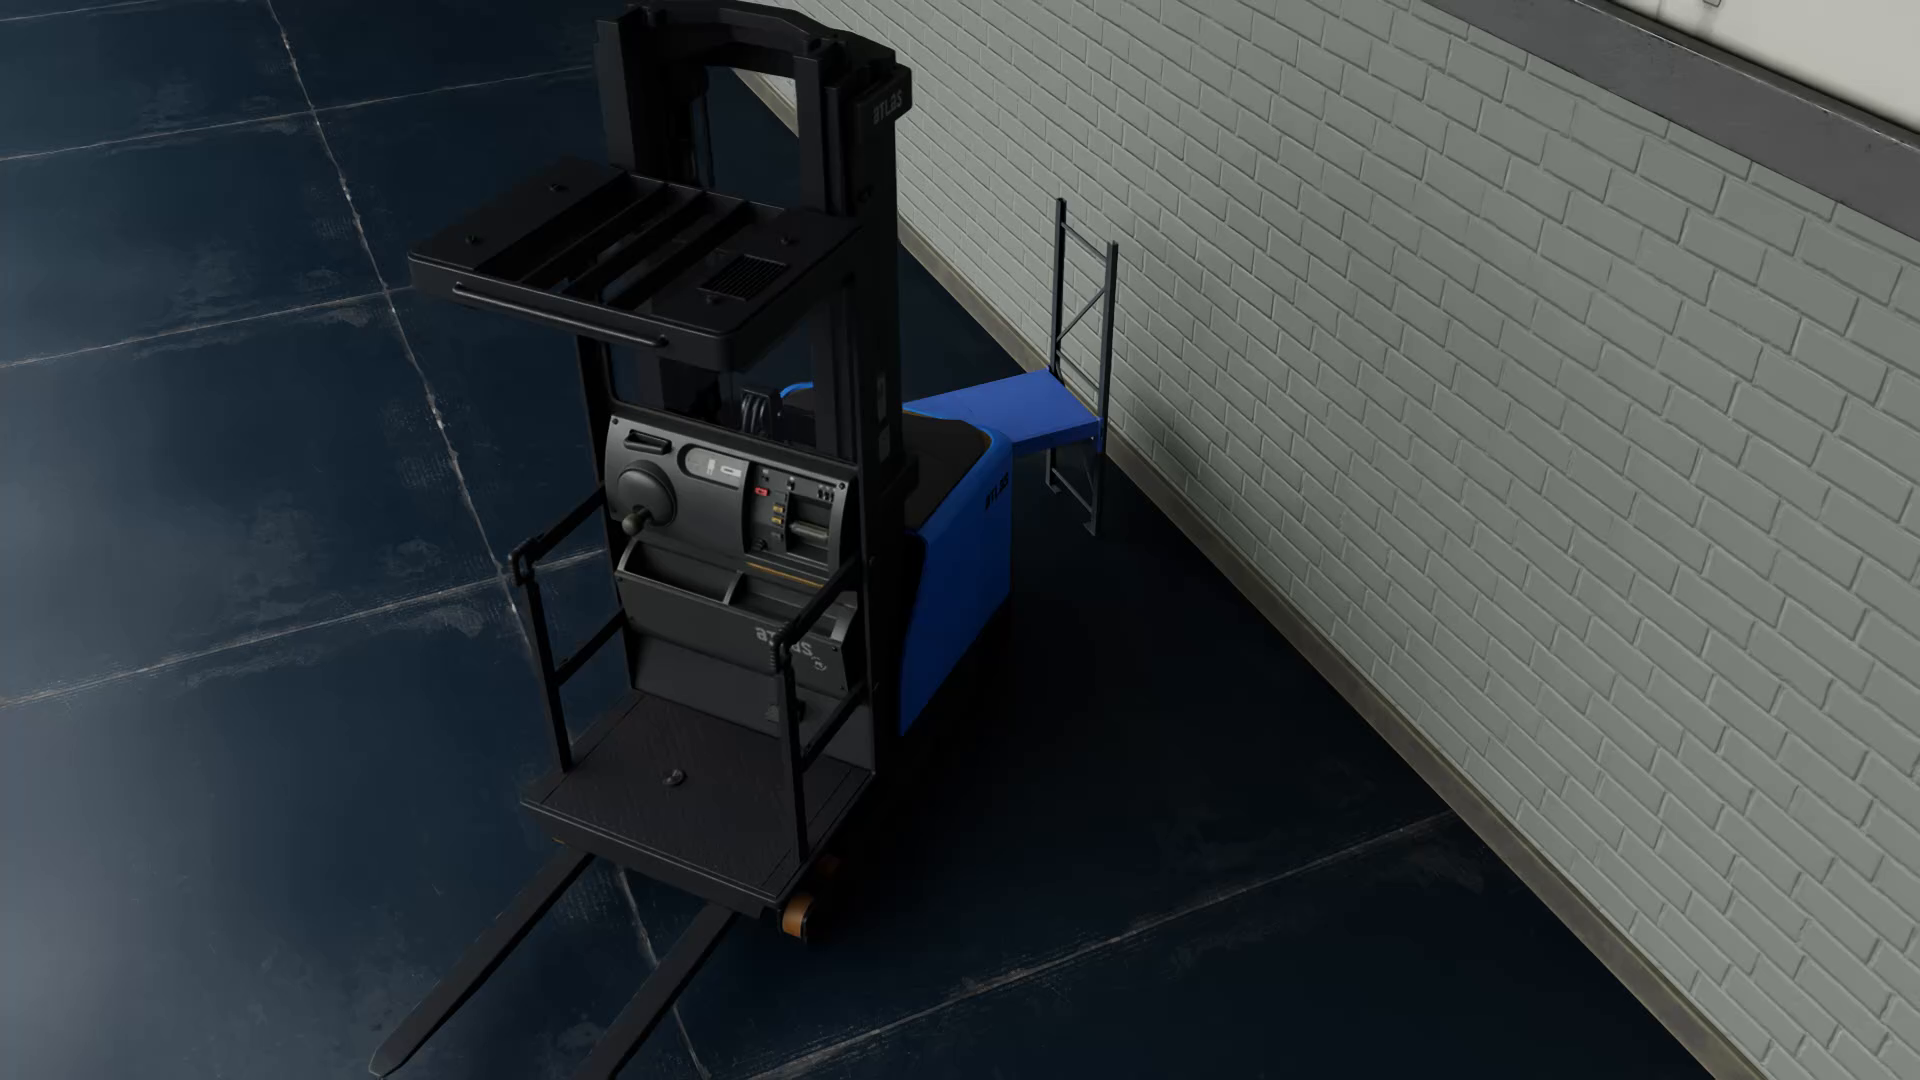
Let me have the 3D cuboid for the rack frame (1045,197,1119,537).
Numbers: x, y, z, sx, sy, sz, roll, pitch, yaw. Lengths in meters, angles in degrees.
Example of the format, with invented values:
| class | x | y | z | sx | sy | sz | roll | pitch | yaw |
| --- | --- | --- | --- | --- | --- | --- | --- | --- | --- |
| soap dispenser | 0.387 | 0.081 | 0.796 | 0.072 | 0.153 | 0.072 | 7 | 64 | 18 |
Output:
| class | x | y | z | sx | sy | sz | roll | pitch | yaw |
| --- | --- | --- | --- | --- | --- | --- | --- | --- | --- |
| rack frame | 0.537 | -0.753 | 7.506 | 0.032 | 1.500 | 0.500 | -16 | 39 | -20 |

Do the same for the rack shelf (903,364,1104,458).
| class | x | y | z | sx | sy | sz | roll | pitch | yaw |
| --- | --- | --- | --- | --- | --- | --- | --- | --- | --- |
| rack shelf | 0.077 | -0.480 | 7.439 | 1.000 | 0.185 | 0.538 | -16 | 39 | -20 |

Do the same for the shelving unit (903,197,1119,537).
| class | x | y | z | sx | sy | sz | roll | pitch | yaw |
| --- | --- | --- | --- | --- | --- | --- | --- | --- | --- |
| shelving unit | 0.077 | -0.624 | 7.332 | 1.048 | 1.500 | 0.538 | -16 | 39 | -20 |

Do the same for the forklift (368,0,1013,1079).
| class | x | y | z | sx | sy | sz | roll | pitch | yaw |
| --- | --- | --- | --- | --- | --- | --- | --- | --- | --- |
| forklift | -0.877 | -0.077 | 5.393 | 1.130 | 2.935 | 3.031 | 16 | 40 | 21 |
